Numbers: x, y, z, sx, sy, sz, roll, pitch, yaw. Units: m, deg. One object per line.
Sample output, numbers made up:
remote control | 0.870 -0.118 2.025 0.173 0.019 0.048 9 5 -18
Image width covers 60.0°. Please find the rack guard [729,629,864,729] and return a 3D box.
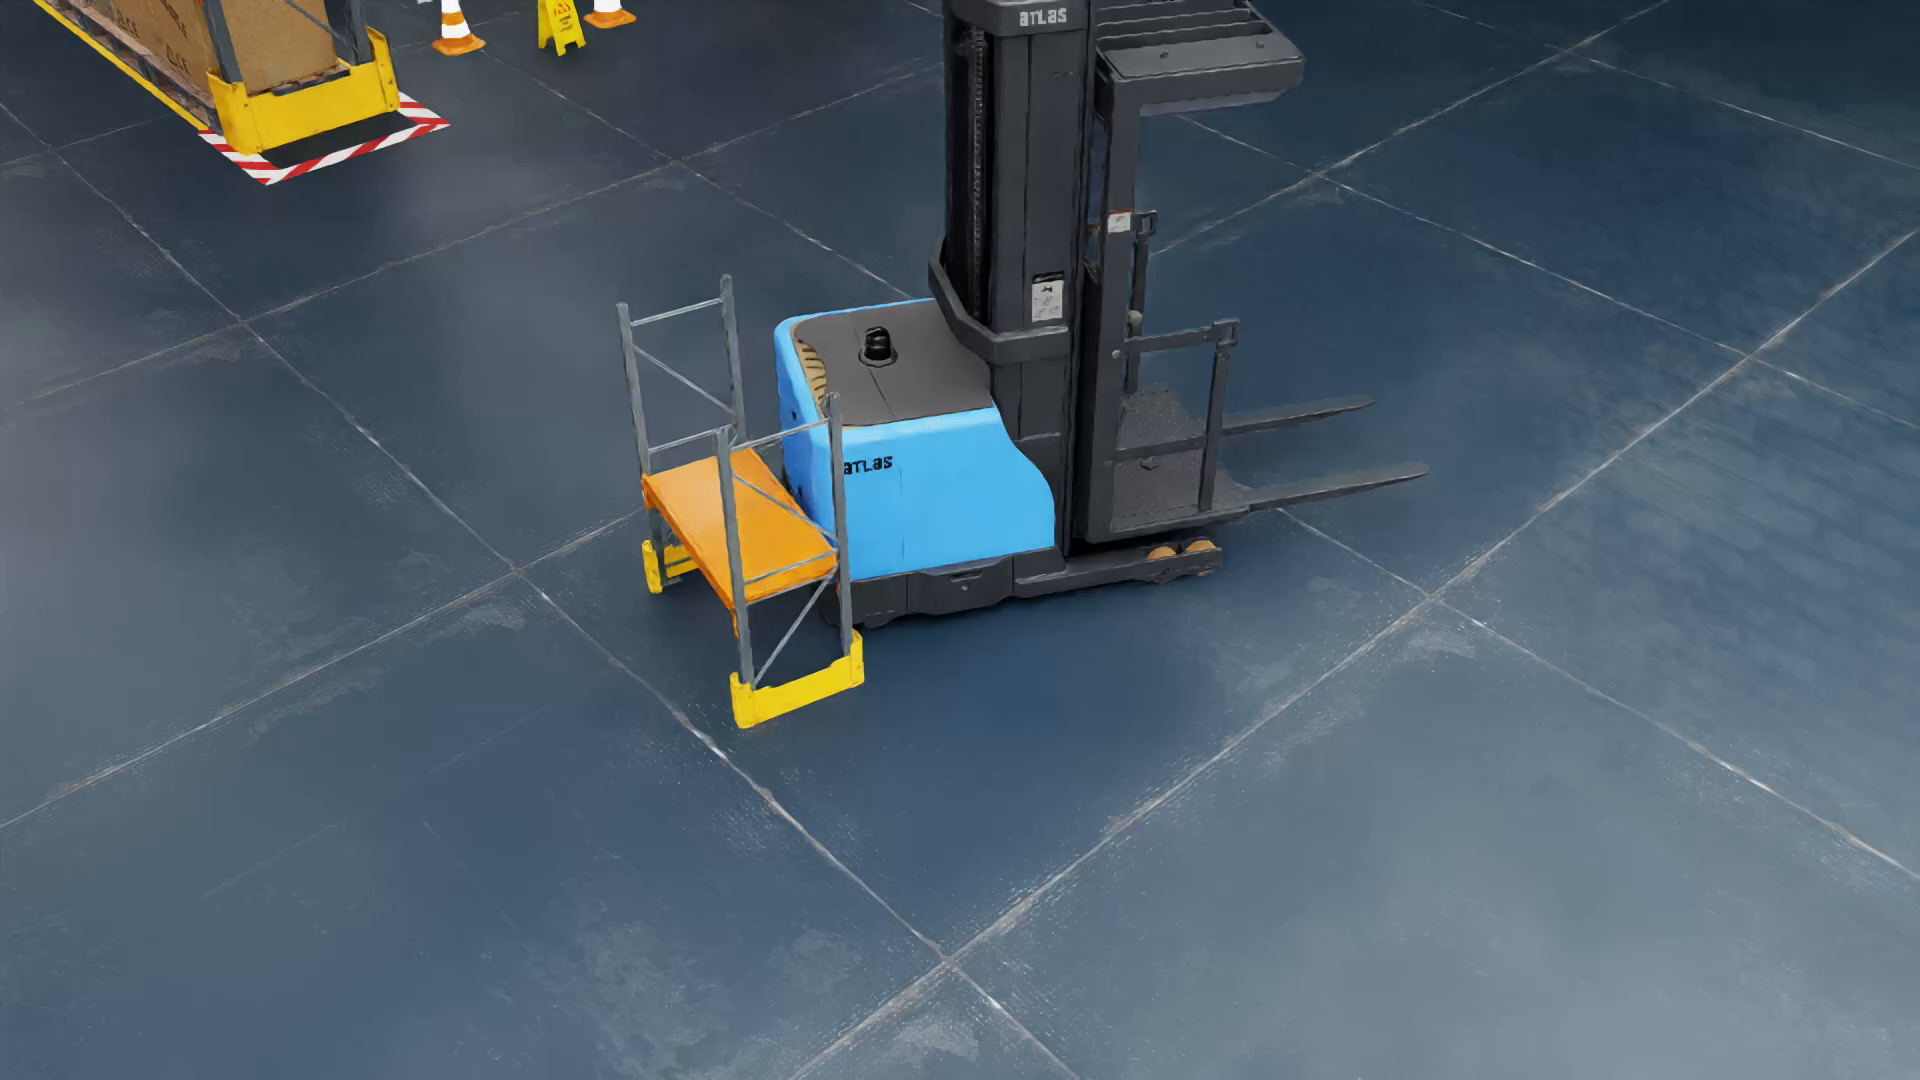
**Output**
rack guard | -0.684 0.586 7.033 0.587 0.250 0.087 -20 43 -23

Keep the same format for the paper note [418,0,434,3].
paper note | -4.268 -4.339 13.307 0.144 0.017 0.142 -15 41 -17

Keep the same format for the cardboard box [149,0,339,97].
cardboard box | -4.993 -3.689 11.495 0.875 0.875 0.875 -30 47 -32

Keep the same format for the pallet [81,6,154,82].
pallet | -5.905 -3.883 12.598 1.003 0.211 1.213 -30 48 -32

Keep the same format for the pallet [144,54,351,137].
pallet | -5.084 -3.319 11.899 1.003 0.211 1.213 -30 48 -32

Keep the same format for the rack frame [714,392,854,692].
rack frame | -0.674 0.111 6.627 0.500 1.500 0.032 -20 43 -23

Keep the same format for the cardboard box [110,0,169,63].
cardboard box | -5.590 -4.095 11.998 0.875 0.875 0.875 -31 48 -32

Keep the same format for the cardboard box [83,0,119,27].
cardboard box | -6.205 -4.518 12.522 0.875 0.875 0.875 -30 47 -31

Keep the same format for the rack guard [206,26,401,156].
rack guard | -4.470 -3.083 11.377 1.175 0.500 0.348 -30 48 -32

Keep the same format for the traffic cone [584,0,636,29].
traffic cone | -2.737 -4.252 12.854 0.336 0.463 0.334 -30 48 -32

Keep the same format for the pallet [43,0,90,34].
pallet | -6.735 -4.448 13.297 1.003 0.211 1.213 -30 48 -32

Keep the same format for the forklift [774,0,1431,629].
forklift | 0.725 -1.254 7.178 3.031 2.935 1.130 -10 40 -12

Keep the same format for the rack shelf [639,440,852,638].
rack shelf | -0.926 -0.027 7.084 0.538 0.185 1.000 -20 43 -23

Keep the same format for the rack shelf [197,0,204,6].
rack shelf | -5.839 -4.712 11.978 1.077 0.370 4.000 -30 48 -32

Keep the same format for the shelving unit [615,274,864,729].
shelving unit | -0.930 -0.172 6.977 0.587 1.500 1.083 -20 43 -23

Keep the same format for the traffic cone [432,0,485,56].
traffic cone | -3.799 -3.929 12.454 0.336 0.463 0.334 -30 48 -32

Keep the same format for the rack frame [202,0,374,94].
rack frame | -4.486 -4.067 10.606 1.000 3.000 0.127 -30 48 -32

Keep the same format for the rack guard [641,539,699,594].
rack guard | -1.176 0.042 7.706 0.587 0.250 0.087 -20 43 -23

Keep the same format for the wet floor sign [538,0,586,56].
wet floor sign | -3.008 -3.979 12.371 0.232 0.644 0.267 26 45 28

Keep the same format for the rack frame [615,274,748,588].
rack frame | -1.177 -0.445 7.314 0.500 1.500 0.032 -20 43 -23
